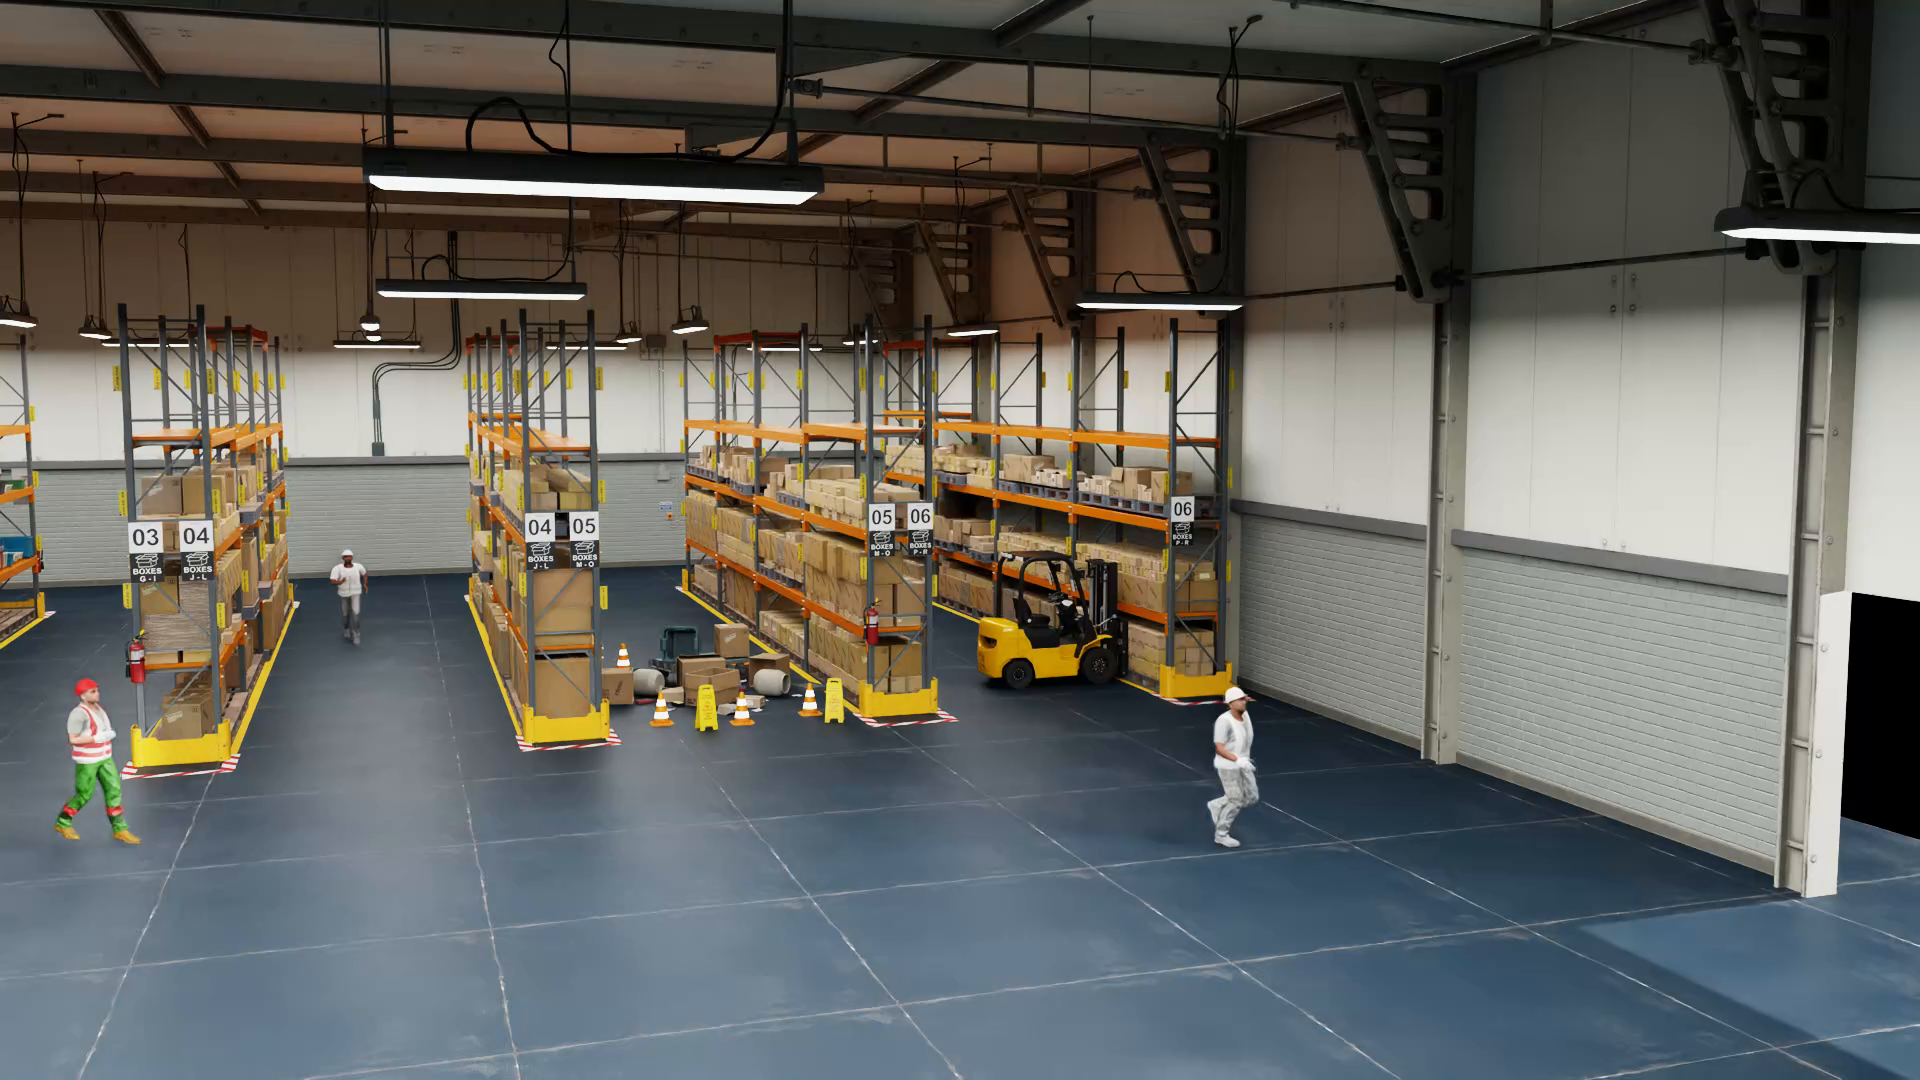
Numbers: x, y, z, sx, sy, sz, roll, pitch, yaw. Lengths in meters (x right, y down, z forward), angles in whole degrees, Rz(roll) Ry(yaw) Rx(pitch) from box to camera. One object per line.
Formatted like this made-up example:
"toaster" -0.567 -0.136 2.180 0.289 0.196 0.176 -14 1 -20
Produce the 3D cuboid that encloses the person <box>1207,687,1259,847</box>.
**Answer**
"person" 2.964 2.440 17.968 0.663 1.736 0.710 4 7 37

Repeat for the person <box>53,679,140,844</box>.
"person" -9.355 2.389 17.917 0.920 1.809 0.648 1 5 9

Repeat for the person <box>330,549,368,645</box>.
"person" -11.738 1.086 31.974 0.676 1.824 0.791 -2 6 -21

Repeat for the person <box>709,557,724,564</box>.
"person" -5.994 0.215 41.508 0.660 1.702 0.809 1 5 5
